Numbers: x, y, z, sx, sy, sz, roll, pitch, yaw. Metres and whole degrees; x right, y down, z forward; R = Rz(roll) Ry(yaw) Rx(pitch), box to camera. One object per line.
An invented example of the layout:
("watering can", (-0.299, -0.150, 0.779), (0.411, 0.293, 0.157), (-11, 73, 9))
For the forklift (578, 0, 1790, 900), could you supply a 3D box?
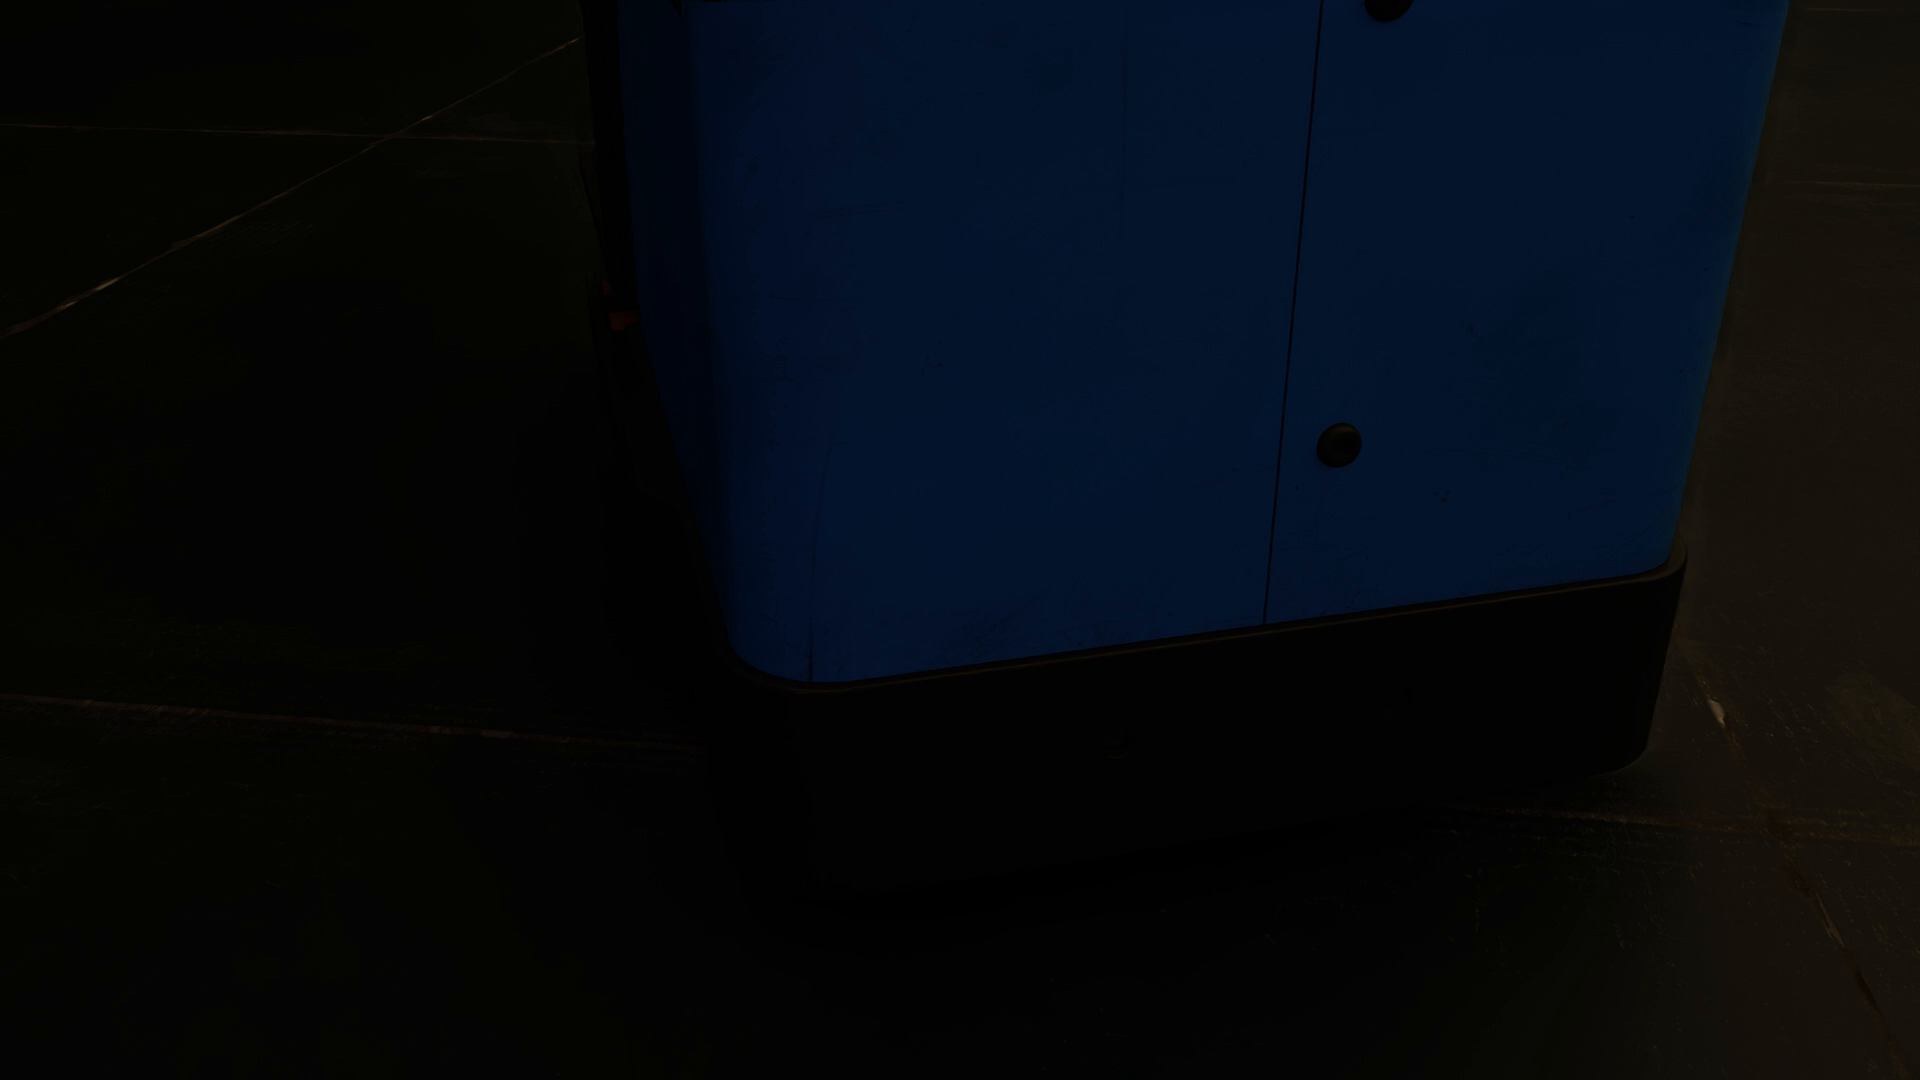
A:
("forklift", (-0.086, -1.596, 2.416), (1.130, 2.935, 3.031), (-7, 27, -13))
